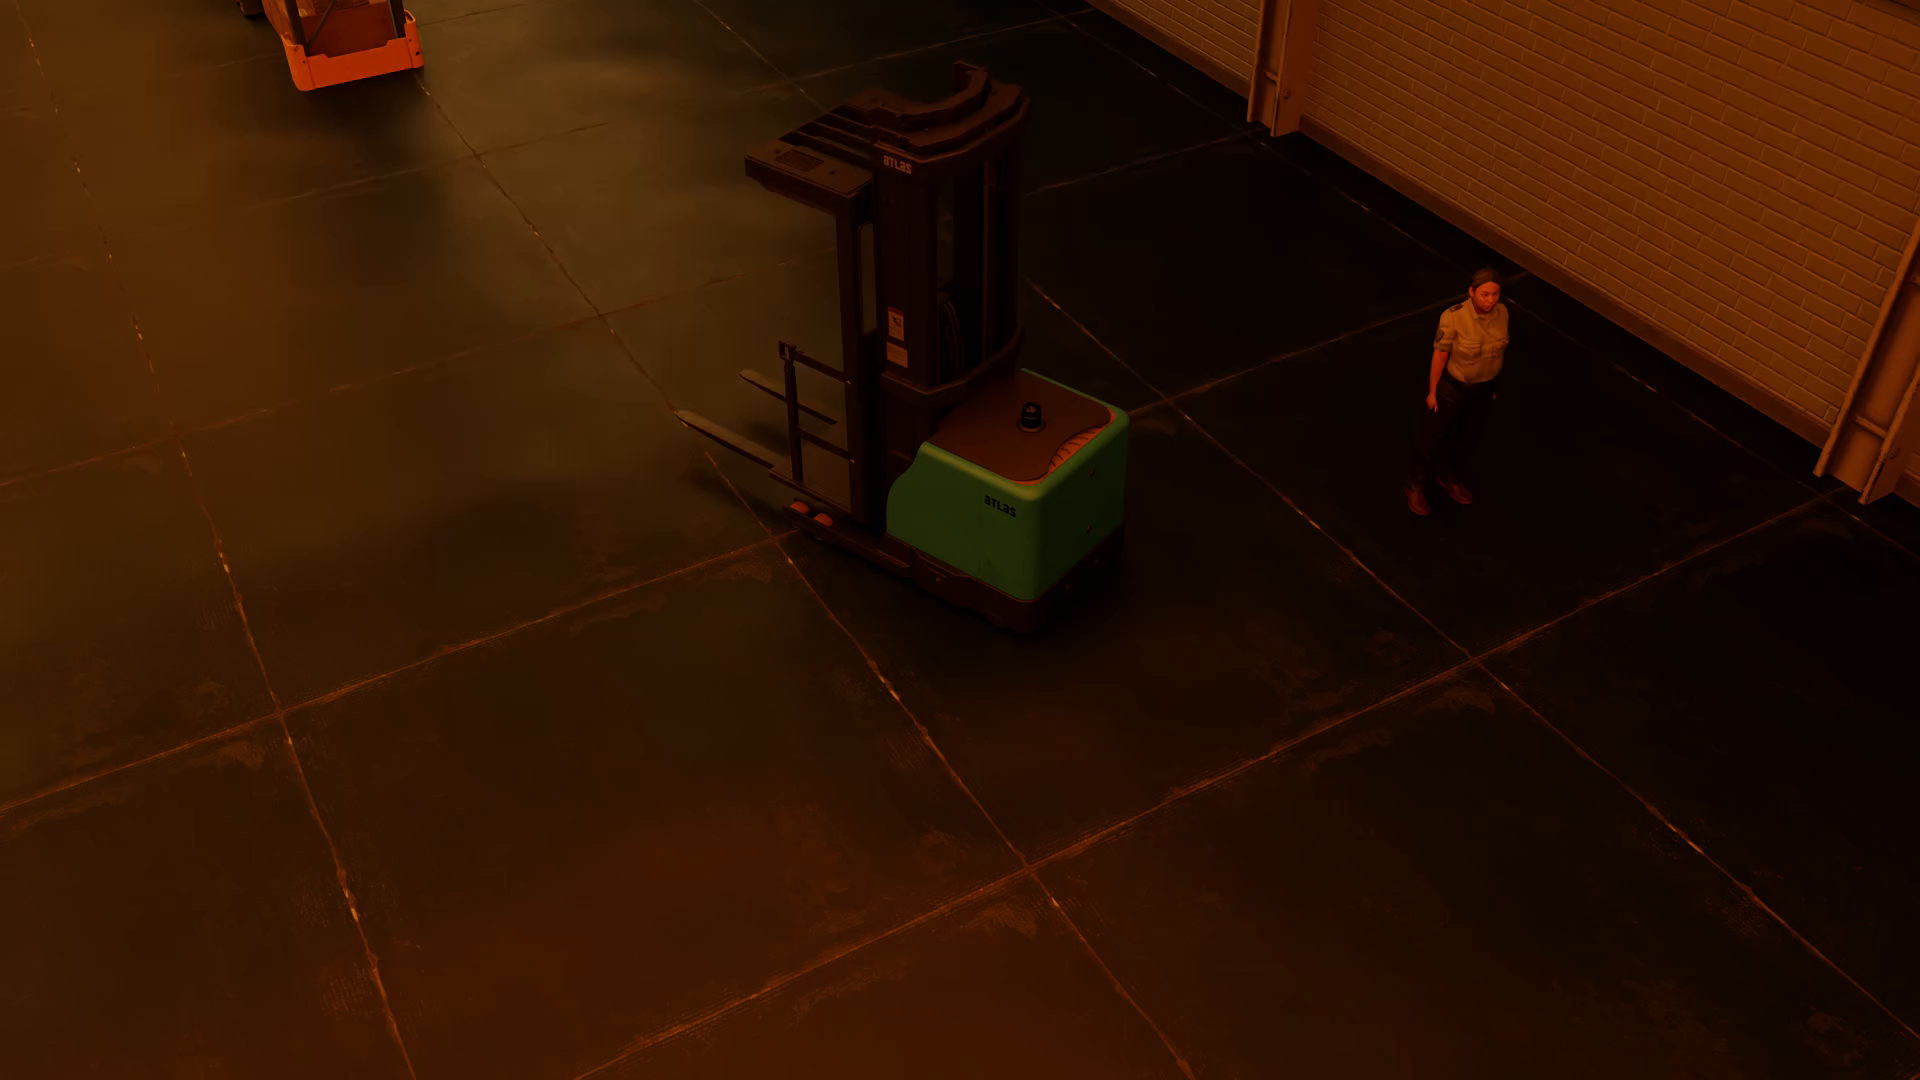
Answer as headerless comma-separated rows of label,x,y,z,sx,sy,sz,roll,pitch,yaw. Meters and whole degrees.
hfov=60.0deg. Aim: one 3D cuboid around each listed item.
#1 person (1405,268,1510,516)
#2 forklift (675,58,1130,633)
person,3.062,-0.919,10.152,0.479,1.653,0.348,-12,41,-14
forklift,-0.481,-1.366,9.683,3.031,2.935,1.130,26,46,28
